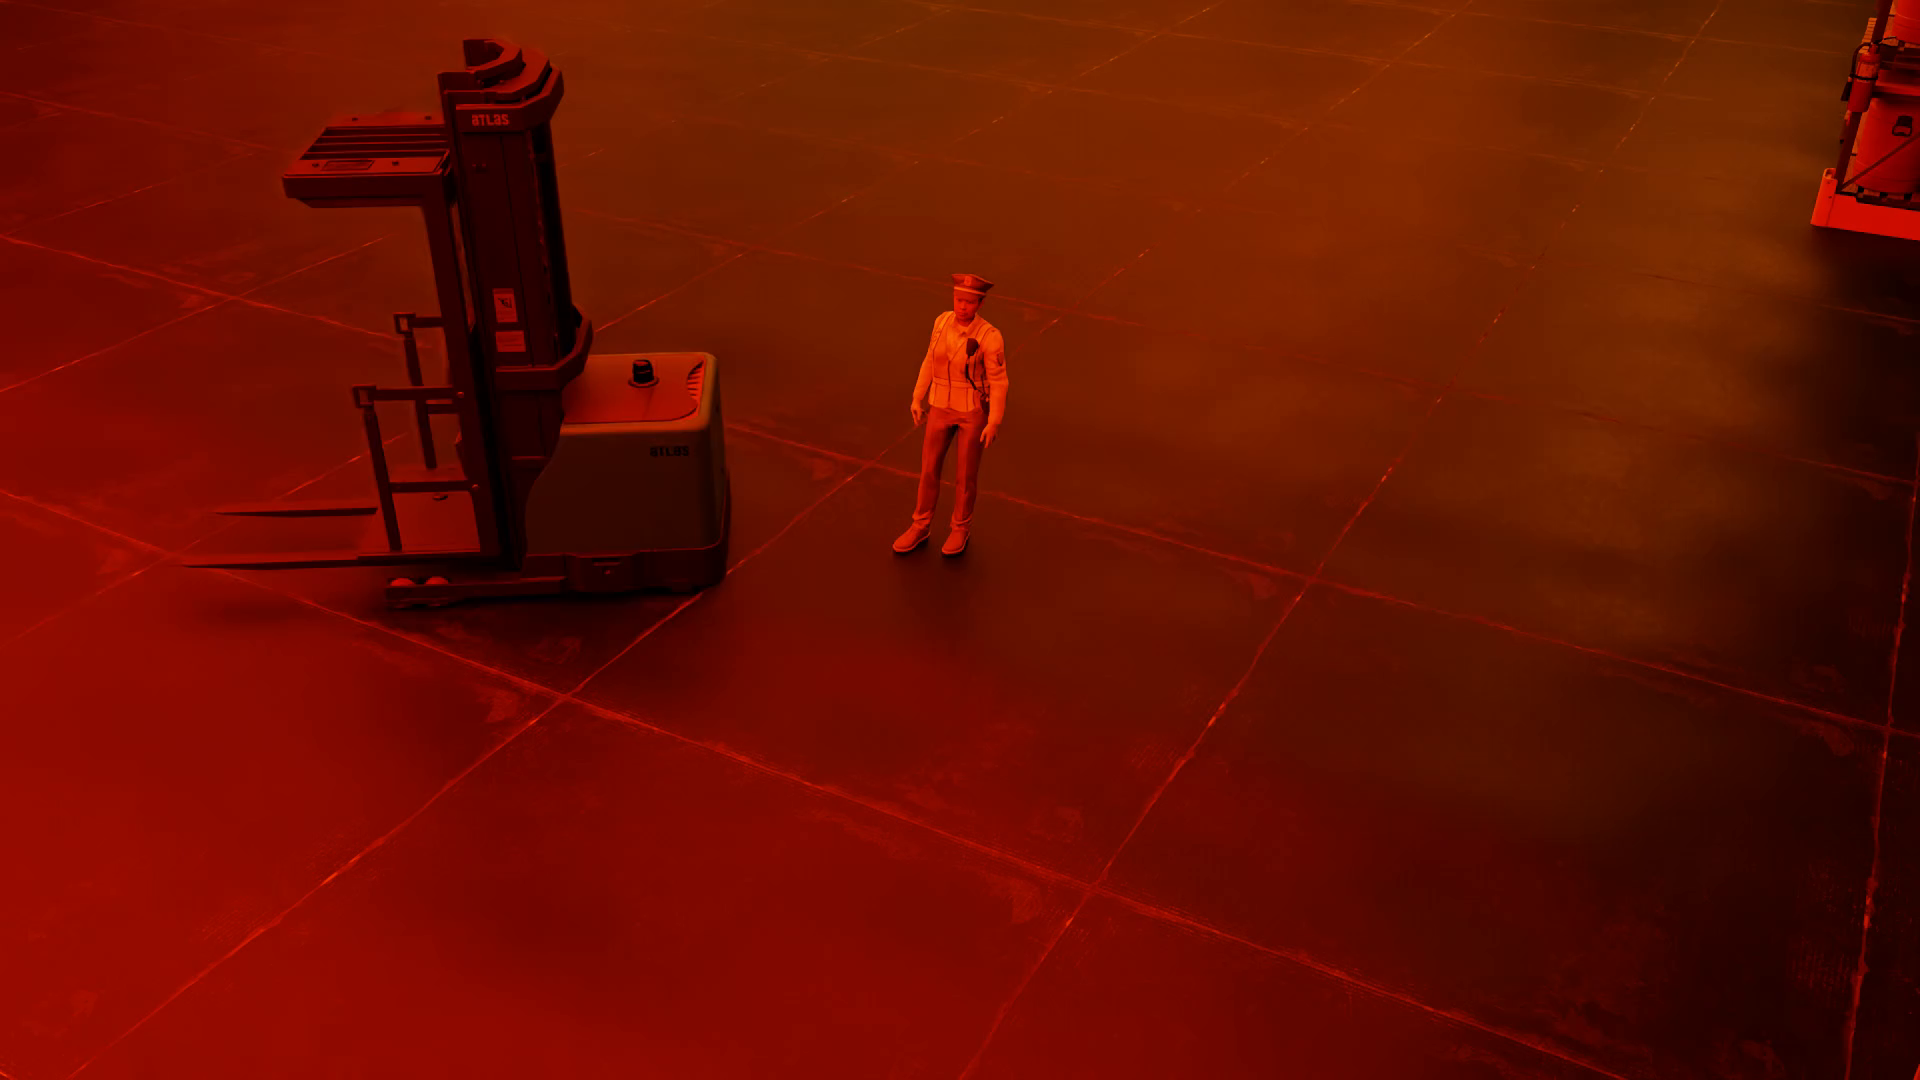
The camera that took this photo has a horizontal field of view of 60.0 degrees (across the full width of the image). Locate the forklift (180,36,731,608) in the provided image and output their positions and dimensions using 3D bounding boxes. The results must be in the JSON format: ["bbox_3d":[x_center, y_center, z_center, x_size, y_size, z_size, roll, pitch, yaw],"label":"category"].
[{"bbox_3d":[-2.888,-1.161,9.082,3.031,2.935,1.130,-2,30,-4],"label":"forklift"}]

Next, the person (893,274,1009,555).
[{"bbox_3d":[-0.039,-0.712,9.527,0.586,1.694,0.532,15,33,25],"label":"person"}]
